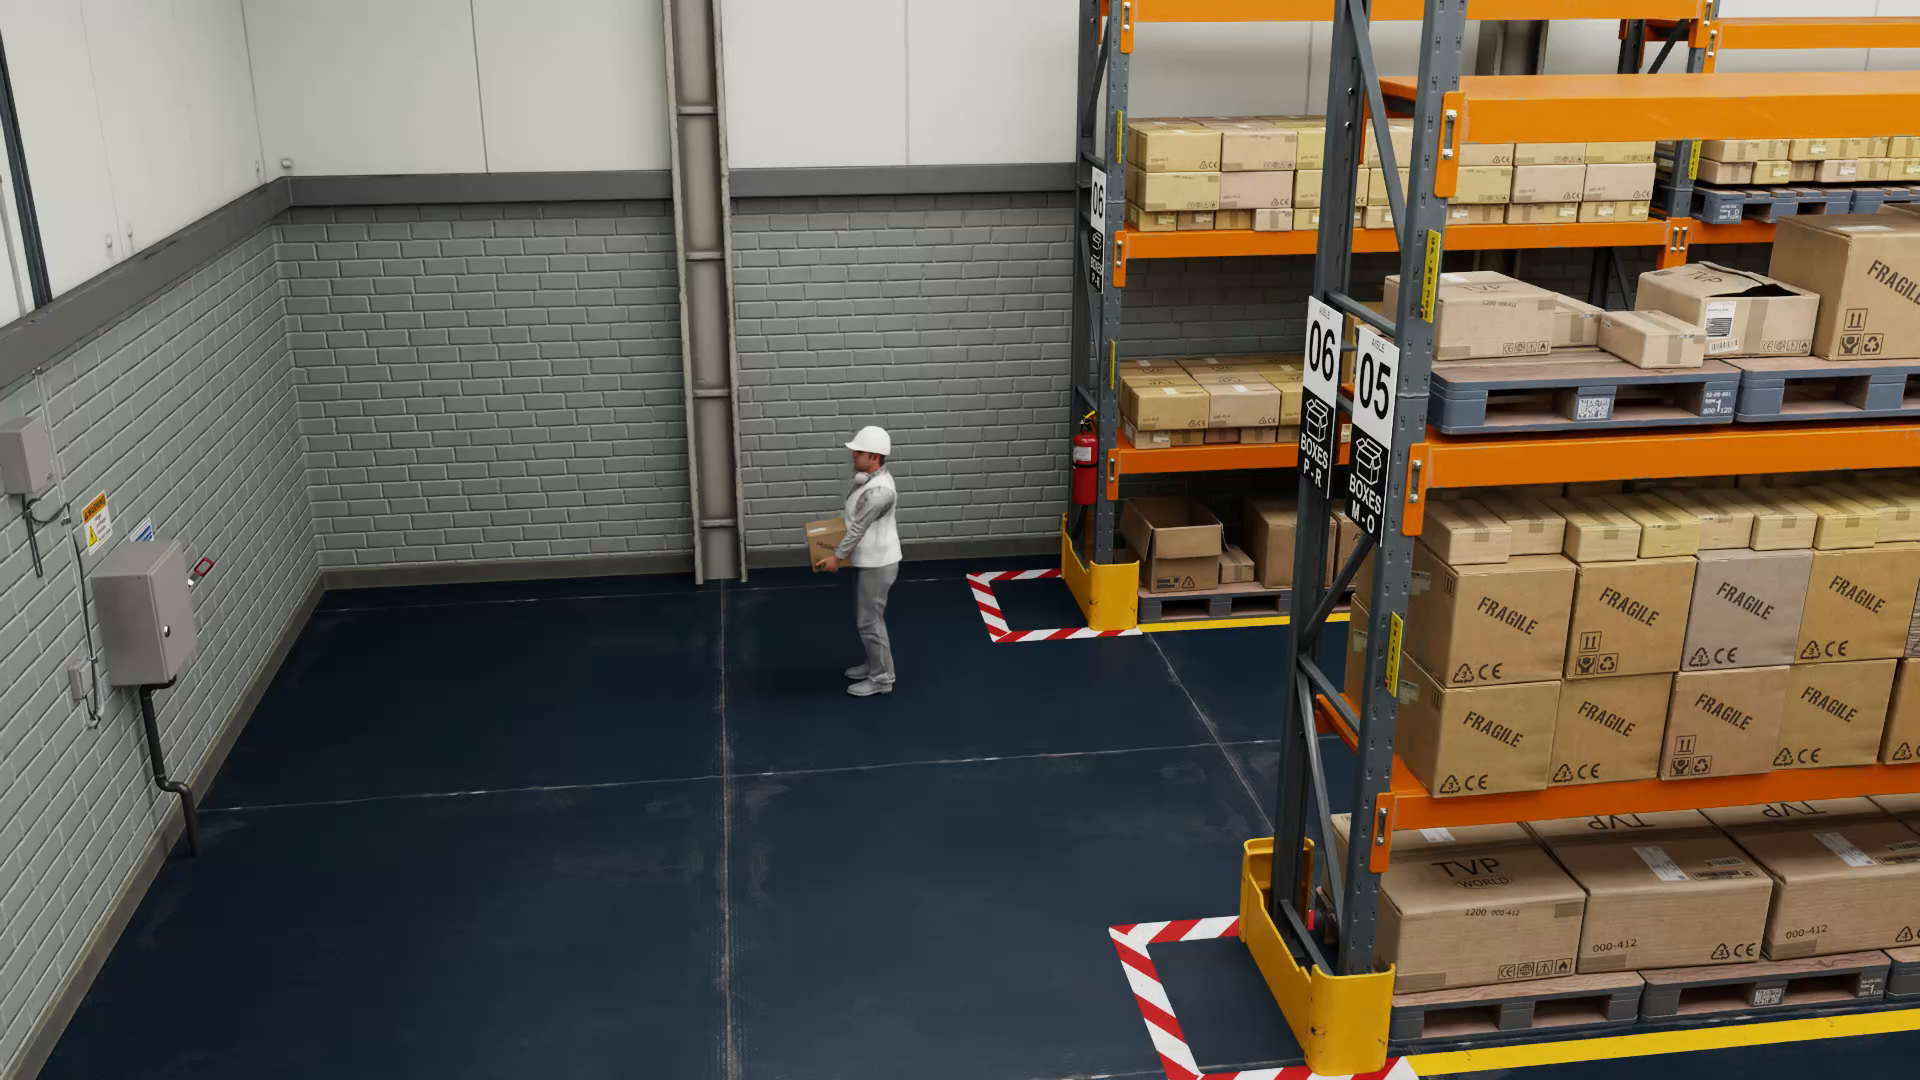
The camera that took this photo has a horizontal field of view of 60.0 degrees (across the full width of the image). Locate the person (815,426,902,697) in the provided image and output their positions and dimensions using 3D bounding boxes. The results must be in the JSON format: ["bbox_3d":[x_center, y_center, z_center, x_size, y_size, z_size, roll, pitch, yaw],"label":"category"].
[{"bbox_3d":[-0.657,0.132,10.676,0.558,1.772,0.495,-3,20,-8],"label":"person"}]
